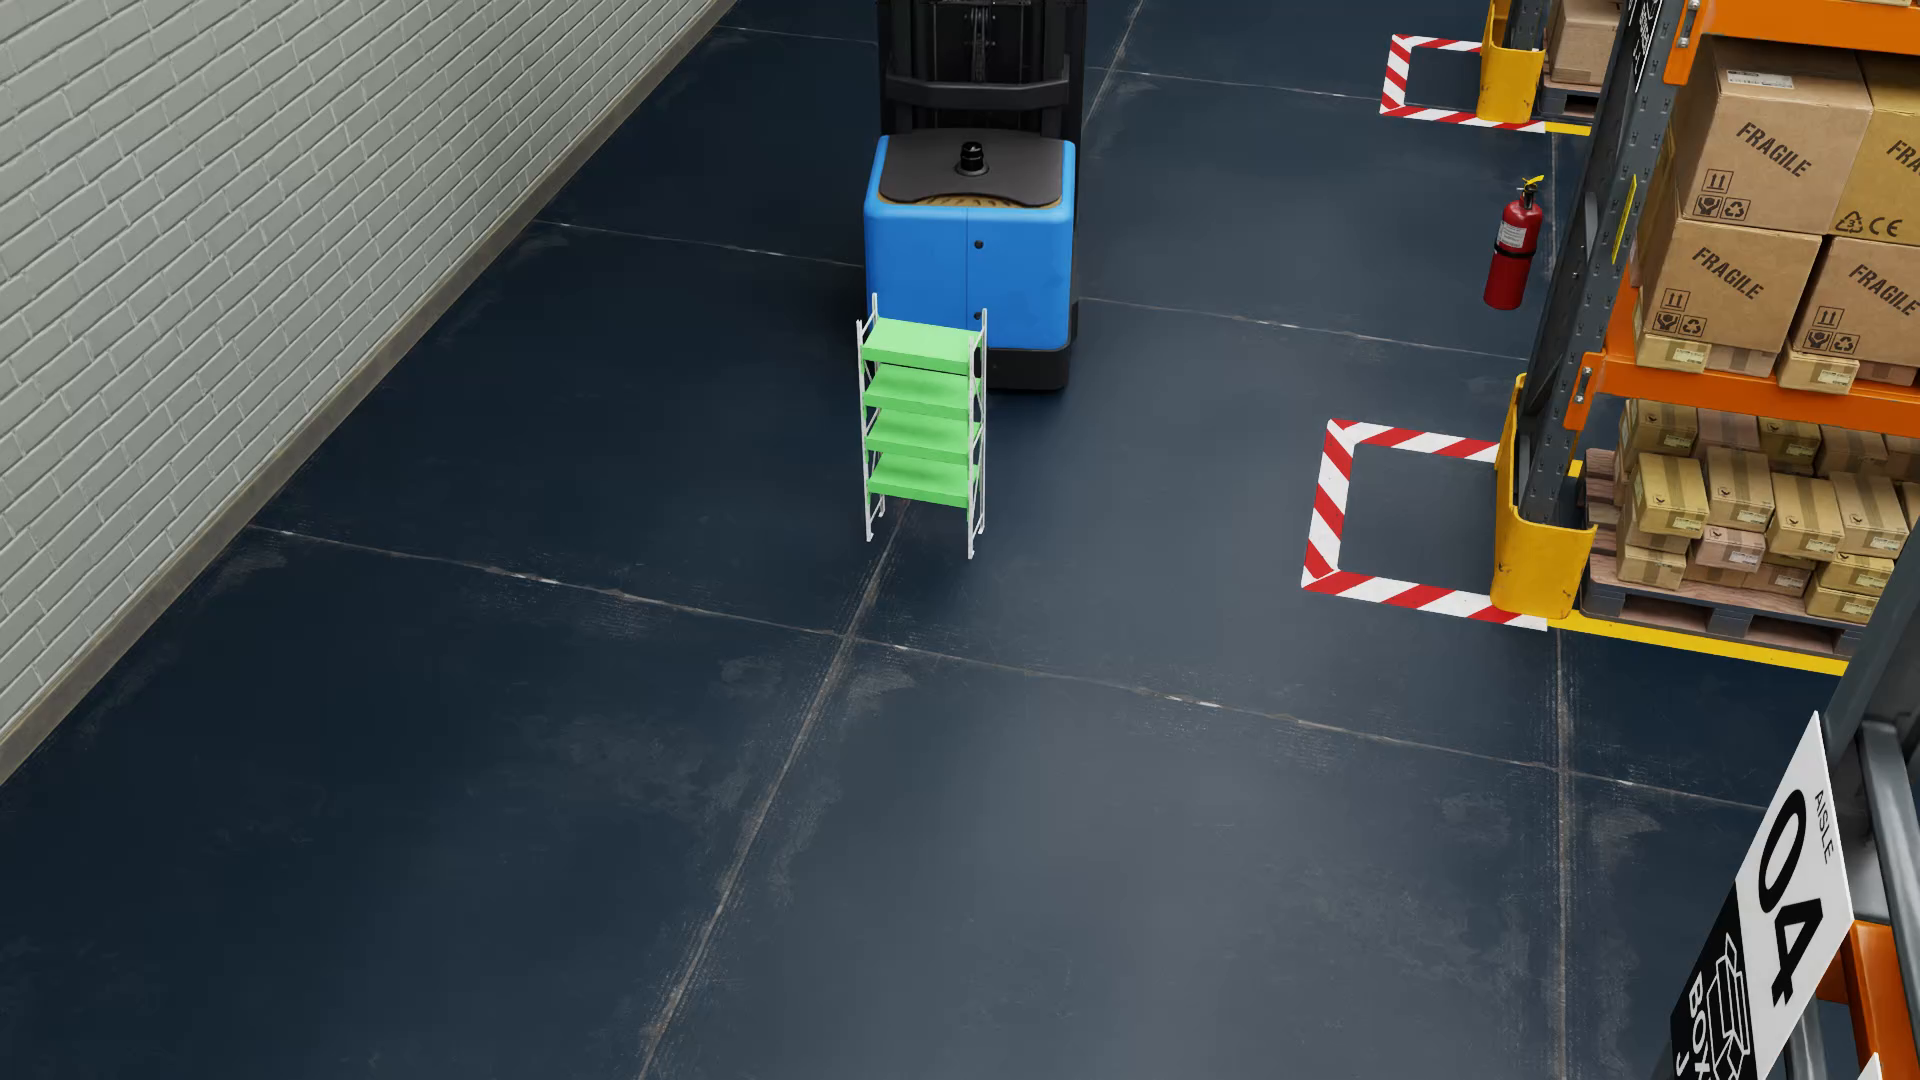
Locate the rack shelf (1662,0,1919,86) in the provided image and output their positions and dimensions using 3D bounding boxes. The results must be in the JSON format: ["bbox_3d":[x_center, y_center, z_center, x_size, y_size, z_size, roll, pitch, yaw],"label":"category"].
[{"bbox_3d":[4.530,-1.732,5.707,4.000,0.370,1.077,10,41,11],"label":"rack shelf"}]

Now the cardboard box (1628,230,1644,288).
[{"bbox_3d":[2.986,-1.217,7.062,0.250,0.149,0.380,10,41,11],"label":"cardboard box"}]

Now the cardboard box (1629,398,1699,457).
[{"bbox_3d":[3.175,-0.558,7.510,0.250,0.149,0.380,10,41,12],"label":"cardboard box"}]

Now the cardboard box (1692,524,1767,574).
[{"bbox_3d":[3.287,-0.048,7.133,0.250,0.149,0.380,10,41,11],"label":"cardboard box"}]

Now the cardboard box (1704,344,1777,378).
[{"bbox_3d":[3.082,-0.821,6.591,0.250,0.149,0.380,11,41,13],"label":"cardboard box"}]

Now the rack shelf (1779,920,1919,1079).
[{"bbox_3d":[3.150,1.332,2.058,4.000,0.370,1.077,10,41,11],"label":"rack shelf"}]

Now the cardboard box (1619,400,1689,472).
[{"bbox_3d":[3.181,-0.464,7.629,0.250,0.149,0.380,9,41,10],"label":"cardboard box"}]

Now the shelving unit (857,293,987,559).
[{"bbox_3d":[-0.160,-0.487,7.397,0.503,1.200,0.258,10,41,11],"label":"shelving unit"}]

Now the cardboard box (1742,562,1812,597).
[{"bbox_3d":[3.537,0.055,7.243,0.250,0.149,0.380,10,41,12],"label":"cardboard box"}]

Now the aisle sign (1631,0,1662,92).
[{"bbox_3d":[2.450,-2.013,5.793,0.004,0.787,0.394,10,41,11],"label":"aisle sign"}]

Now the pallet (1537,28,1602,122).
[{"bbox_3d":[4.572,-3.132,11.315,1.213,0.211,1.003,10,41,11],"label":"pallet"}]

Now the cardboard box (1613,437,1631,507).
[{"bbox_3d":[3.160,-0.303,7.668,0.250,0.149,0.380,10,41,12],"label":"cardboard box"}]

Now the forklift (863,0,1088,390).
[{"bbox_3d":[0.131,-2.828,8.838,1.130,2.935,3.031,2,40,3],"label":"forklift"}]

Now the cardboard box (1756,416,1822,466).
[{"bbox_3d":[3.685,-0.516,7.460,0.250,0.149,0.380,9,41,10],"label":"cardboard box"}]

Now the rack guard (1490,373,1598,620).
[{"bbox_3d":[2.671,-0.222,7.625,0.348,0.500,1.175,10,41,11],"label":"rack guard"}]

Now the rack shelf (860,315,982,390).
[{"bbox_3d":[-0.160,-0.806,7.129,0.480,0.148,0.258,10,41,11],"label":"rack shelf"}]

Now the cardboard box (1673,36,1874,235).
[{"bbox_3d":[2.963,-1.487,6.102,0.500,0.500,0.500,10,41,11],"label":"cardboard box"}]

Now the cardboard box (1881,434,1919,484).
[{"bbox_3d":[4.193,-0.424,7.350,0.250,0.149,0.380,11,41,13],"label":"cardboard box"}]

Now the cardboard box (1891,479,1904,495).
[{"bbox_3d":[4.187,-0.301,7.435,0.250,0.149,0.380,10,41,12],"label":"cardboard box"}]

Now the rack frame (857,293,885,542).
[{"bbox_3d":[-0.396,-0.528,7.445,0.015,1.200,0.240,10,41,11],"label":"rack frame"}]

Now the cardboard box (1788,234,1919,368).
[{"bbox_3d":[3.483,-1.024,6.328,0.500,0.500,0.500,10,41,12],"label":"cardboard box"}]

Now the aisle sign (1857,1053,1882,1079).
[{"bbox_3d":[1.071,1.052,2.144,0.004,0.787,0.394,10,41,11],"label":"aisle sign"}]

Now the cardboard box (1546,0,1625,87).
[{"bbox_3d":[4.443,-3.416,11.151,0.875,0.438,0.875,8,41,10],"label":"cardboard box"}]

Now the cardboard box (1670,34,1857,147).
[{"bbox_3d":[3.104,-1.805,6.481,0.500,0.500,0.500,9,41,11],"label":"cardboard box"}]

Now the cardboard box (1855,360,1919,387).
[{"bbox_3d":[3.614,-0.785,6.548,0.250,0.149,0.380,12,41,13],"label":"cardboard box"}]

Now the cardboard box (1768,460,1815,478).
[{"bbox_3d":[3.684,-0.379,7.528,0.250,0.149,0.380,8,41,10],"label":"cardboard box"}]

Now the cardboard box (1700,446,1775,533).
[{"bbox_3d":[3.313,-0.219,7.106,0.250,0.149,0.380,10,41,12],"label":"cardboard box"}]

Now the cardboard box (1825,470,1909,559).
[{"bbox_3d":[3.785,-0.108,6.974,0.250,0.149,0.380,8,41,9],"label":"cardboard box"}]

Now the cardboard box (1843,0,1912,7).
[{"bbox_3d":[2.965,-2.049,5.642,0.500,0.250,0.500,11,41,13],"label":"cardboard box"}]

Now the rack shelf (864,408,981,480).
[{"bbox_3d":[-0.160,-0.438,7.438,0.480,0.148,0.258,10,41,11],"label":"rack shelf"}]

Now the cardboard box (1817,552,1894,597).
[{"bbox_3d":[3.766,0.048,7.019,0.250,0.149,0.380,11,41,13],"label":"cardboard box"}]

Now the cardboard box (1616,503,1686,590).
[{"bbox_3d":[3.021,0.025,7.278,0.250,0.149,0.380,11,41,12],"label":"cardboard box"}]

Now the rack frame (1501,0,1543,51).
[{"bbox_3d":[3.780,-4.284,10.518,0.127,3.000,1.000,10,41,11],"label":"rack frame"}]

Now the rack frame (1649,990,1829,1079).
[{"bbox_3d":[1.218,1.873,3.188,0.127,3.000,1.000,10,41,11],"label":"rack frame"}]
